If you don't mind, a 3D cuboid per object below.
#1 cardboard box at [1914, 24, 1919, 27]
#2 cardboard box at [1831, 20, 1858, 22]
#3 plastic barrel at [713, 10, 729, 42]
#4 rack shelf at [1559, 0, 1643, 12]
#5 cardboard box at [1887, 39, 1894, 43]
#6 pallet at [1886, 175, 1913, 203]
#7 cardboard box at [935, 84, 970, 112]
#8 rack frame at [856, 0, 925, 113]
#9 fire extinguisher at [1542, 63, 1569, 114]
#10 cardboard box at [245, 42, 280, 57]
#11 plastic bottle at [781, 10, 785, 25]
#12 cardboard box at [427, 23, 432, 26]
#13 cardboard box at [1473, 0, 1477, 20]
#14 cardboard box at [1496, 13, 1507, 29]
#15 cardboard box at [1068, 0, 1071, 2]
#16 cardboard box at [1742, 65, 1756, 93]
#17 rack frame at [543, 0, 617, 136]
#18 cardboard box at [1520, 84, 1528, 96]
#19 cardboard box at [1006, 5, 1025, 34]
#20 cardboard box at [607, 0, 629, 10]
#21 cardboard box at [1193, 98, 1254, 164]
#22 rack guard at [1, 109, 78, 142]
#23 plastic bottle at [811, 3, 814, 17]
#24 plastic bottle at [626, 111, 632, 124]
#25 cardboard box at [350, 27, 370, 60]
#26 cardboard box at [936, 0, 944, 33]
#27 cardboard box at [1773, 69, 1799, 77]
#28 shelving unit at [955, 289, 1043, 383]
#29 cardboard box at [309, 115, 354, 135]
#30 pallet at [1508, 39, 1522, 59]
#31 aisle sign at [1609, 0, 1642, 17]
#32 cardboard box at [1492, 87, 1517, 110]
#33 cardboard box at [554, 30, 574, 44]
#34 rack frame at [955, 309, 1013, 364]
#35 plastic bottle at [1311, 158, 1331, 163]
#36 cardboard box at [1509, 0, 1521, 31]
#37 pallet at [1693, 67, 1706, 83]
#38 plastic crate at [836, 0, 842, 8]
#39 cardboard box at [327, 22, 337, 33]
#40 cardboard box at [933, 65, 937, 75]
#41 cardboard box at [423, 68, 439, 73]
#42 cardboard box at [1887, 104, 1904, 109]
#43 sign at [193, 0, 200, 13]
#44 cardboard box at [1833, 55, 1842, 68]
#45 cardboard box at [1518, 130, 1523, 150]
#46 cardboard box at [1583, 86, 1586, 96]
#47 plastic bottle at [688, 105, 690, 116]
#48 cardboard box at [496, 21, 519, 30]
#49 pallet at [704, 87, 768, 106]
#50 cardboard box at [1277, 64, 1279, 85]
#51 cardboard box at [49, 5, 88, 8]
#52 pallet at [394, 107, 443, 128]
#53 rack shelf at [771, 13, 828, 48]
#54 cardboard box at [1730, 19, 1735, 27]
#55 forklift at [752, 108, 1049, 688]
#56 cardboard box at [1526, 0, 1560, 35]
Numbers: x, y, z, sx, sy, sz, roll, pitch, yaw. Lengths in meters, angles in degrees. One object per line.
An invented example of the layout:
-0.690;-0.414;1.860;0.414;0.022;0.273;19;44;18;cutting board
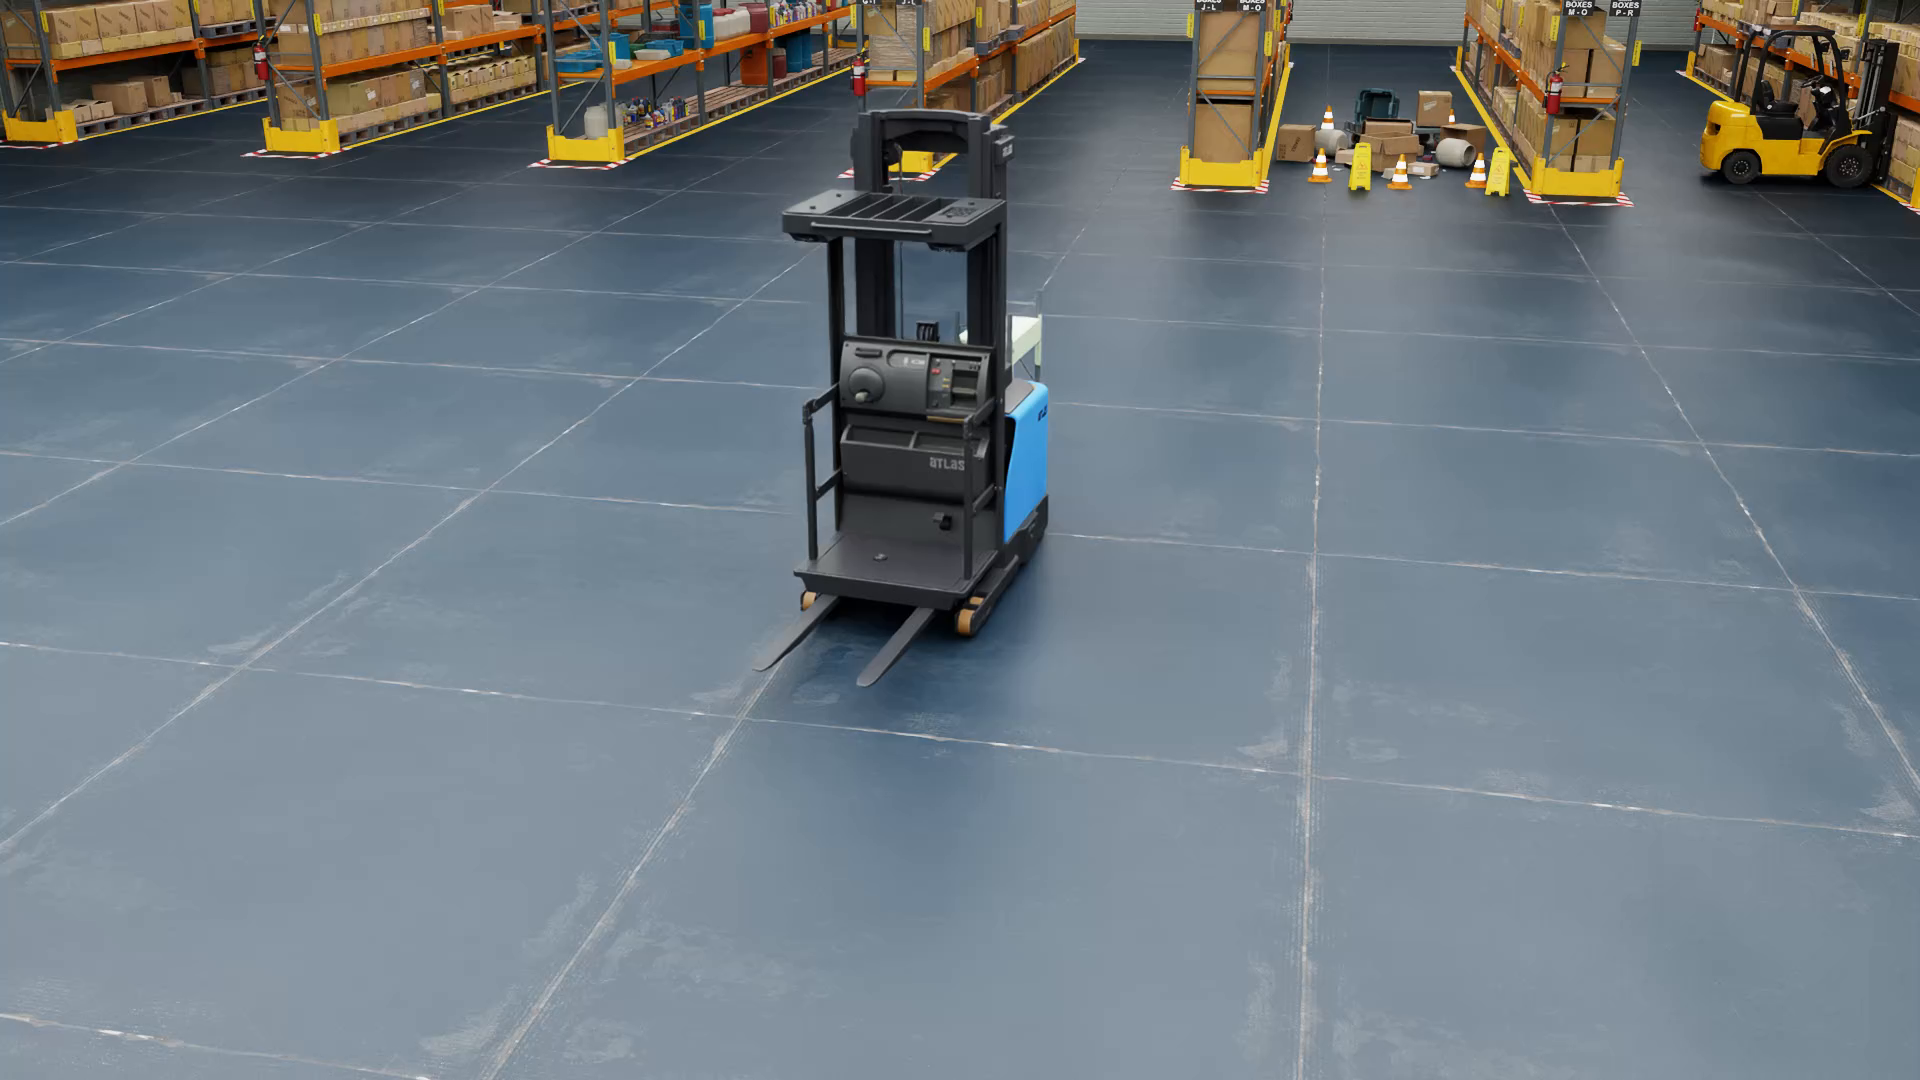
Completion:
14.486;-7.609;24.831;0.380;0.149;0.250;4;22;9;cardboard box
14.599;-8.493;27.424;0.380;0.149;0.250;4;22;11;cardboard box
-4.503;-9.527;30.811;0.433;0.535;0.433;0;22;0;plastic barrel
9.079;-8.056;24.288;1.077;0.370;4.000;4;22;11;rack shelf
13.770;-7.230;24.289;0.380;0.149;0.250;4;22;10;cardboard box
13.646;-4.879;23.185;1.003;0.211;1.213;4;22;11;pallet
-0.068;-7.752;29.344;0.700;0.500;0.500;3;22;7;cardboard box
-1.030;-7.022;24.774;1.000;3.000;0.127;4;22;11;rack frame
8.197;-6.224;22.895;0.296;0.674;0.183;4;22;11;fire extinguisher
-14.219;-10.002;33.926;0.500;0.250;0.500;5;22;12;cardboard box
-3.628;-10.704;34.072;0.061;0.283;0.133;4;22;11;plastic bottle
-12.627;-12.257;39.687;0.380;0.149;0.250;5;23;13;cardboard box
11.152;-11.264;35.173;0.500;0.500;0.500;4;22;10;cardboard box
10.154;-9.551;30.585;0.500;0.250;0.500;4;22;11;cardboard box
2.291;-12.559;38.324;0.500;0.250;0.500;4;22;10;cardboard box
15.562;-8.958;32.365;0.500;0.500;0.500;4;22;10;cardboard box
-5.879;-7.399;25.711;1.000;3.000;0.127;4;22;11;rack frame
9.019;-7.061;26.117;0.380;0.149;0.250;5;22;12;cardboard box
0.968;-10.151;32.409;0.500;0.500;0.500;5;22;12;cardboard box
-7.908;-12.379;37.942;0.500;0.500;0.500;5;22;12;cardboard box
3.879;-6.069;24.690;0.875;0.875;0.875;5;22;11;cardboard box
-15.562;-7.023;28.122;1.175;0.500;0.348;4;22;11;rack guard
-3.197;-11.477;35.992;0.061;0.283;0.133;4;22;11;plastic bottle
-5.670;-7.219;28.420;0.097;0.201;0.097;0;22;0;plastic bottle
-10.410;-8.368;27.982;0.700;0.500;0.500;5;22;11;cardboard box
-0.542;-8.033;25.413;0.500;0.500;0.500;4;22;11;cardboard box
15.139;-8.546;30.475;0.380;0.149;0.250;4;22;9;cardboard box
0.271;-0.960;11.729;0.431;1.500;0.755;7;23;17;shelving unit
-10.400;-6.877;27.532;0.500;0.250;0.500;4;22;11;cardboard box
9.940;-8.376;28.393;1.003;0.211;1.213;4;22;11;pallet
8.962;-7.426;22.297;0.394;0.787;0.004;4;22;11;aisle sign
10.179;-7.962;30.064;0.950;0.372;0.625;3;22;7;cardboard box
-8.820;-11.035;36.492;0.500;0.250;0.500;5;22;11;cardboard box
0.157;-0.830;11.406;0.400;1.500;0.023;7;23;17;rack frame
5.647;-5.940;26.020;0.283;0.061;0.133;-3;22;-8;plastic bottle
9.784;-9.039;28.687;0.500;0.500;0.500;5;22;12;cardboard box
16.619;-10.128;36.219;1.003;0.211;1.213;4;22;11;pallet
-2.938;-12.305;37.971;0.437;0.282;0.530;4;22;11;plastic crate
-10.385;-8.350;27.068;0.380;0.149;0.250;4;22;10;cardboard box
-0.572;-7.265;25.713;0.380;0.149;0.250;4;22;11;cardboard box
-10.009;-8.781;31.510;0.500;0.311;0.500;5;22;12;cardboard box
13.827;-6.396;25.000;0.500;0.250;0.500;4;22;11;cardboard box
-14.229;-9.981;30.961;0.100;0.325;0.005;4;22;11;sign
14.291;-7.671;26.587;0.500;0.250;0.500;4;22;11;cardboard box
9.005;-6.257;25.994;0.500;0.250;0.500;6;23;14;cardboard box
8.981;-6.352;23.446;0.380;0.149;0.250;5;22;12;cardboard box
-4.832;-7.612;29.395;0.097;0.201;0.097;0;22;0;plastic bottle
-9.008;-10.238;33.095;0.380;0.149;0.250;4;22;11;cardboard box
-4.443;-8.751;32.800;1.003;0.211;1.213;4;22;11;pallet
6.135;-9.366;33.378;0.500;0.500;0.500;4;22;10;cardboard box
-15.476;-9.004;28.864;0.500;0.500;0.500;4;22;9;cardboard box
-10.114;-7.660;30.091;1.003;0.211;1.213;4;22;11;pallet
-3.838;-10.723;34.926;1.077;0.370;4.000;4;22;11;rack shelf
15.859;-10.491;33.724;0.380;0.149;0.250;5;22;12;cardboard box
-0.339;-0.950;9.789;1.130;2.935;3.031;7;23;17;forklift
8.931;-7.866;25.000;0.700;0.500;0.500;4;22;10;cardboard box
